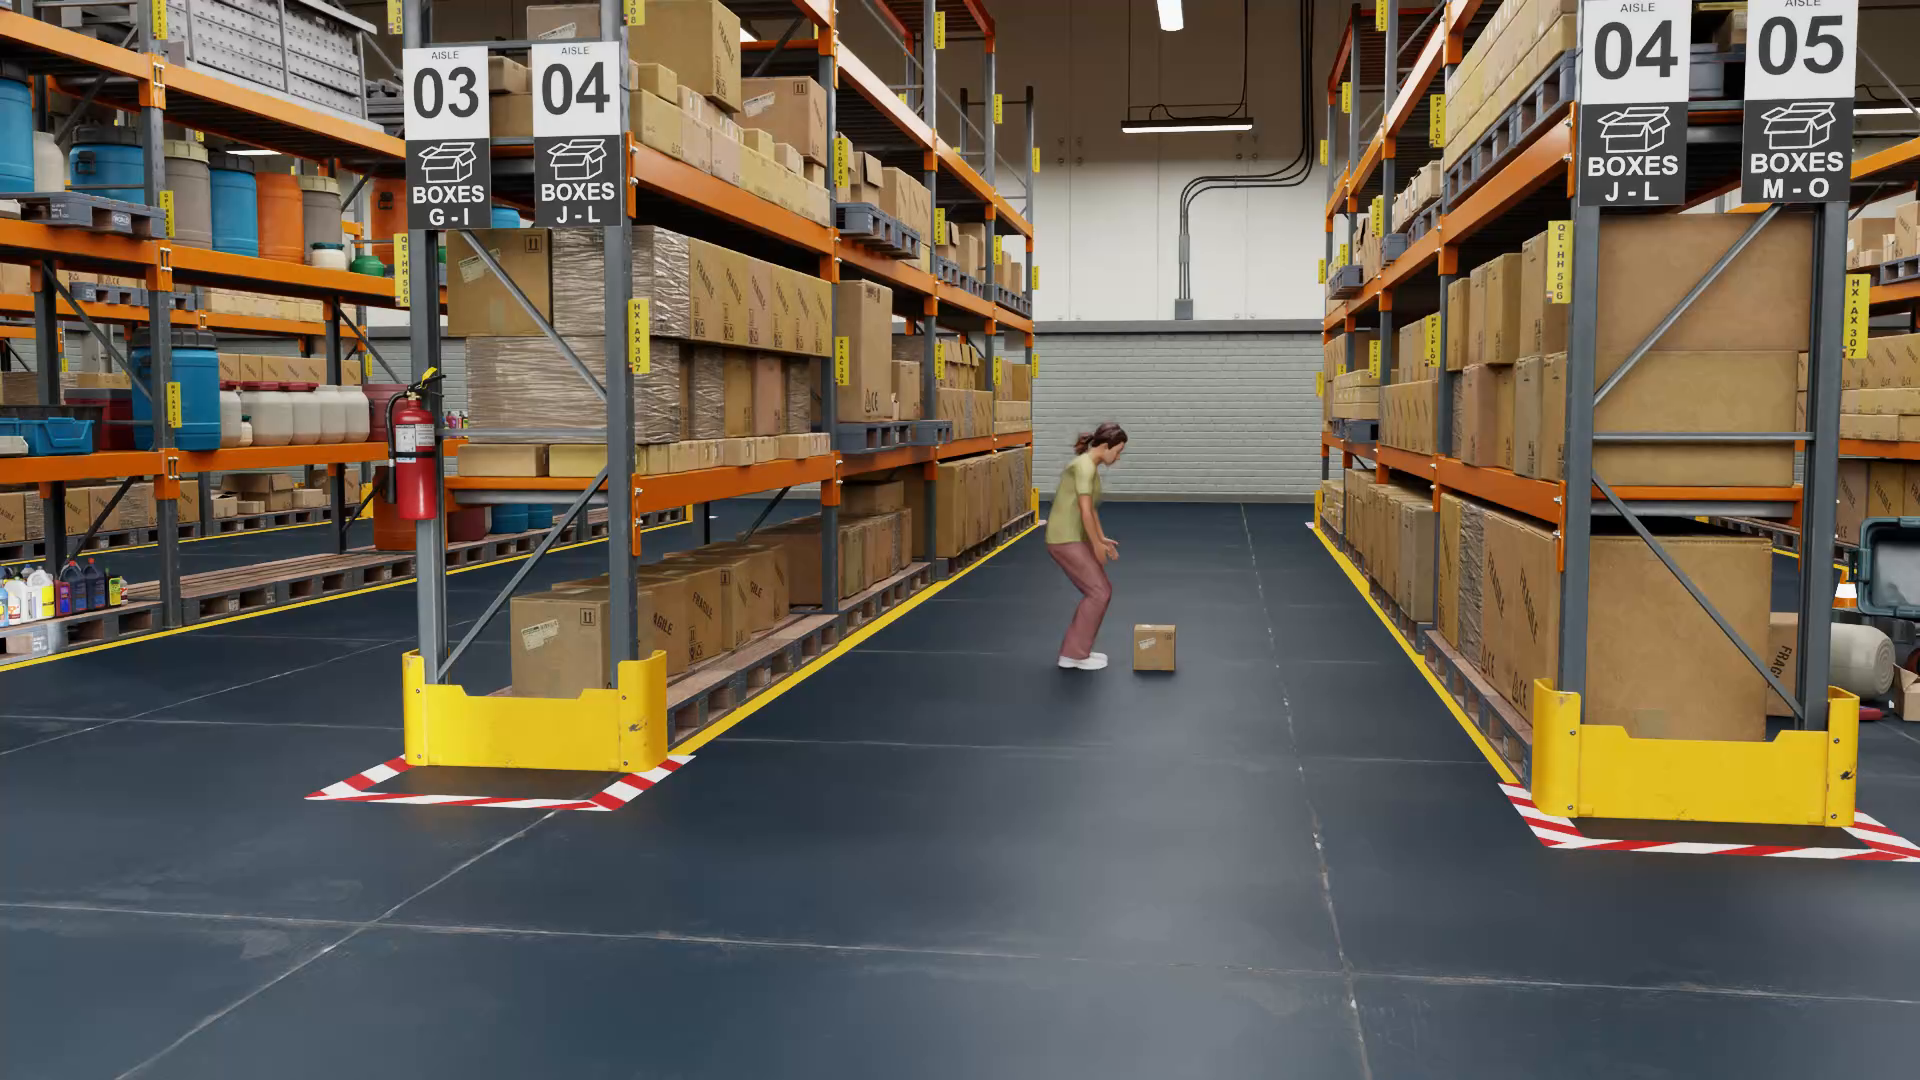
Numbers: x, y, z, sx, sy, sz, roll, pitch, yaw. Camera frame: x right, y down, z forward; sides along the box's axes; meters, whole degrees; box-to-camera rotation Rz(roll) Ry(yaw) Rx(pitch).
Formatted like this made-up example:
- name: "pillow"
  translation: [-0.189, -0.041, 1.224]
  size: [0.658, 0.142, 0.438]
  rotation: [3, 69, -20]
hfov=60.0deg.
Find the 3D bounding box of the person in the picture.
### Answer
- name: "person"
  translation: [0.792, 0.028, 10.449]
  size: [0.510, 1.537, 0.494]
  rotation: [1, 5, 10]
